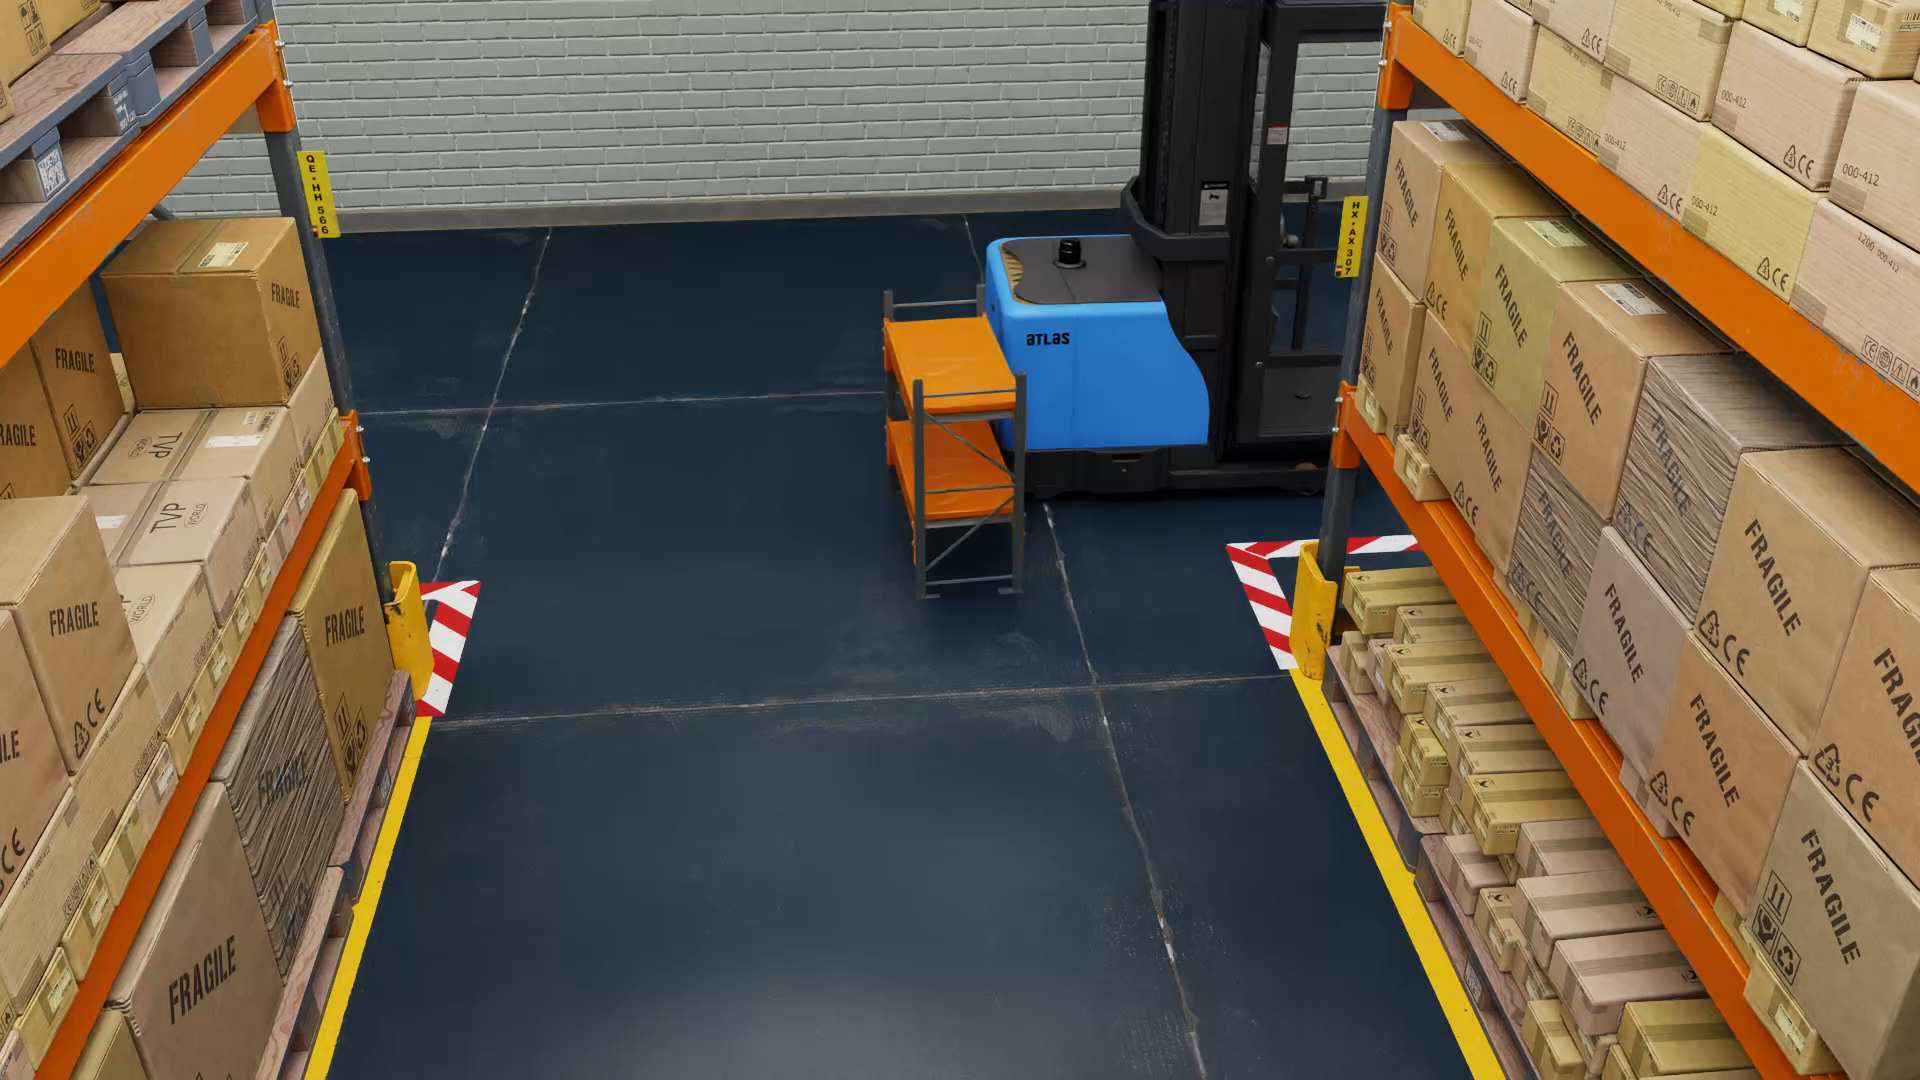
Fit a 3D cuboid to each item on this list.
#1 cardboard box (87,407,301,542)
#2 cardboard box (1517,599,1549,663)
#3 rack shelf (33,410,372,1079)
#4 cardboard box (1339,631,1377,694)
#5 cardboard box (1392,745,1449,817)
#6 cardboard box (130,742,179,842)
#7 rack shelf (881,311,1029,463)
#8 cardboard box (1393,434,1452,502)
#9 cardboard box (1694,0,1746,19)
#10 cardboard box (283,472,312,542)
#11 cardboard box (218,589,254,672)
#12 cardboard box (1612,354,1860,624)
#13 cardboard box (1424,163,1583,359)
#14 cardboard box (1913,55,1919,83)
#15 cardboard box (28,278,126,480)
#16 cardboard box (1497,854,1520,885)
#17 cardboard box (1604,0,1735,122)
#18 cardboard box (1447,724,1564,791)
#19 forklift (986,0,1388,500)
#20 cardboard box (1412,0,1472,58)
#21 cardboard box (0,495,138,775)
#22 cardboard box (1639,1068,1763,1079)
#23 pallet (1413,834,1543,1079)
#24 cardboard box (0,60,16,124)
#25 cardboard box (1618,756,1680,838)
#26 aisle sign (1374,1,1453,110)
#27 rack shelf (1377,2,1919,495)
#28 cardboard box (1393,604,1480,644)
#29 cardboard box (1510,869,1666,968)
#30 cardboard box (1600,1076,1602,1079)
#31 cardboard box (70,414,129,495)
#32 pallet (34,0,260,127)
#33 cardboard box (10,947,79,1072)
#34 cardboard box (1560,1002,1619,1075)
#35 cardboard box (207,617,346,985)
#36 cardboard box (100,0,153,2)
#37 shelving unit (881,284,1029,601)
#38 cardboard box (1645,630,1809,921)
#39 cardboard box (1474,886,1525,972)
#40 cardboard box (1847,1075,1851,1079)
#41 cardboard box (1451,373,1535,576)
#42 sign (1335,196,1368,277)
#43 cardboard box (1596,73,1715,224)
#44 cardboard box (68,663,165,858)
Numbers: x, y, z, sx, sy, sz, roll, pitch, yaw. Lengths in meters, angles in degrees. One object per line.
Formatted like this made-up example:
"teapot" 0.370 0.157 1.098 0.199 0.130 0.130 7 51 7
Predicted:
"cardboard box" -2.531 -0.212 5.536 0.500 0.250 0.500 -3 31 -5
"cardboard box" 1.961 0.254 5.144 0.380 0.149 0.250 -2 31 -3
"rack shelf" -2.700 0.687 4.875 1.077 0.370 4.000 -3 31 -5
"cardboard box" 1.791 0.498 6.862 0.380 0.149 0.250 -2 31 -4
"cardboard box" 1.842 0.890 6.206 0.380 0.149 0.250 -2 31 -4
"cardboard box" -2.331 0.679 4.433 0.380 0.149 0.250 -2 31 -4
"rack shelf" -0.040 -0.737 7.815 0.538 0.278 1.000 -5 31 -8
"cardboard box" 1.802 -0.272 6.025 0.380 0.149 0.250 -4 31 -6
"cardboard box" 1.943 -1.330 3.896 0.380 0.149 0.250 -3 31 -5
"cardboard box" -2.477 -0.107 5.749 0.380 0.149 0.250 -3 31 -4
"cardboard box" -2.404 0.285 5.092 0.380 0.149 0.250 -3 31 -4
"cardboard box" 2.034 -0.139 4.195 0.500 0.500 0.500 -2 31 -3
"cardboard box" 1.892 -0.929 5.518 0.500 0.500 0.500 -2 31 -3
"cardboard box" 2.127 -0.939 3.242 0.380 0.149 0.250 -2 31 -3
"cardboard box" -3.064 -0.514 5.311 0.500 0.500 0.500 -3 31 -6
"cardboard box" 2.037 1.034 5.674 0.380 0.149 0.250 -1 31 -2
"cardboard box" 1.977 -1.247 4.146 0.500 0.250 0.500 -4 31 -6
"cardboard box" 1.935 0.778 5.813 0.380 0.149 0.250 -2 31 -3
"forklift" 1.669 -1.761 8.339 3.031 2.935 1.130 -2 31 -4
"cardboard box" 1.848 -1.810 5.577 0.500 0.250 0.500 -2 31 -3
"cardboard box" -2.395 0.240 4.047 0.500 0.500 0.500 -4 31 -6
"cardboard box" 2.049 1.577 4.474 0.380 0.149 0.250 -3 31 -5
"pallet" 2.220 1.445 5.624 1.003 0.211 1.213 -3 31 -5
"cardboard box" -2.599 -1.099 3.636 0.700 0.500 0.500 -1 31 -2
"cardboard box" 2.022 0.651 4.480 0.380 0.149 0.250 -4 31 -7
"aisle sign" 1.755 -1.968 6.084 0.394 0.787 0.004 -3 31 -5
"rack shelf" 2.248 -0.786 4.418 1.077 0.370 4.000 -3 31 -5
"cardboard box" 1.917 0.378 6.482 0.380 0.149 0.250 -2 31 -4
"cardboard box" 1.947 1.170 5.156 0.380 0.149 0.250 -4 31 -6
"cardboard box" 2.125 1.665 4.909 0.380 0.149 0.250 -3 31 -6
"cardboard box" -3.056 -0.183 5.487 0.500 0.250 0.500 -3 31 -5
"pallet" -2.807 -1.514 5.021 1.003 0.211 1.213 -3 31 -5
"cardboard box" -2.259 1.072 3.775 0.380 0.149 0.250 -2 31 -3
"cardboard box" 2.039 1.449 4.980 0.380 0.149 0.250 -2 31 -3
"cardboard box" -2.662 0.877 5.519 0.875 0.875 0.875 -3 31 -5
"cardboard box" -2.785 -1.934 5.032 0.700 0.500 0.500 -5 31 -8
"shelving unit" -0.040 -0.485 7.965 0.538 1.125 1.048 -5 31 -8
"cardboard box" 2.061 0.544 4.026 0.500 0.500 0.500 -4 31 -6
"cardboard box" 1.949 1.287 5.541 0.380 0.149 0.250 -3 31 -5
"cardboard box" 2.175 1.187 3.583 0.380 0.149 0.250 -3 31 -5
"cardboard box" 1.936 -0.234 5.329 0.500 0.500 0.500 -2 31 -4
"sign" 1.521 -1.174 6.446 0.100 0.325 0.005 -3 31 -5
"cardboard box" 1.992 -1.015 4.245 0.500 0.250 0.500 -3 31 -5
"cardboard box" -2.392 0.566 4.234 0.500 0.250 0.500 -2 31 -3
